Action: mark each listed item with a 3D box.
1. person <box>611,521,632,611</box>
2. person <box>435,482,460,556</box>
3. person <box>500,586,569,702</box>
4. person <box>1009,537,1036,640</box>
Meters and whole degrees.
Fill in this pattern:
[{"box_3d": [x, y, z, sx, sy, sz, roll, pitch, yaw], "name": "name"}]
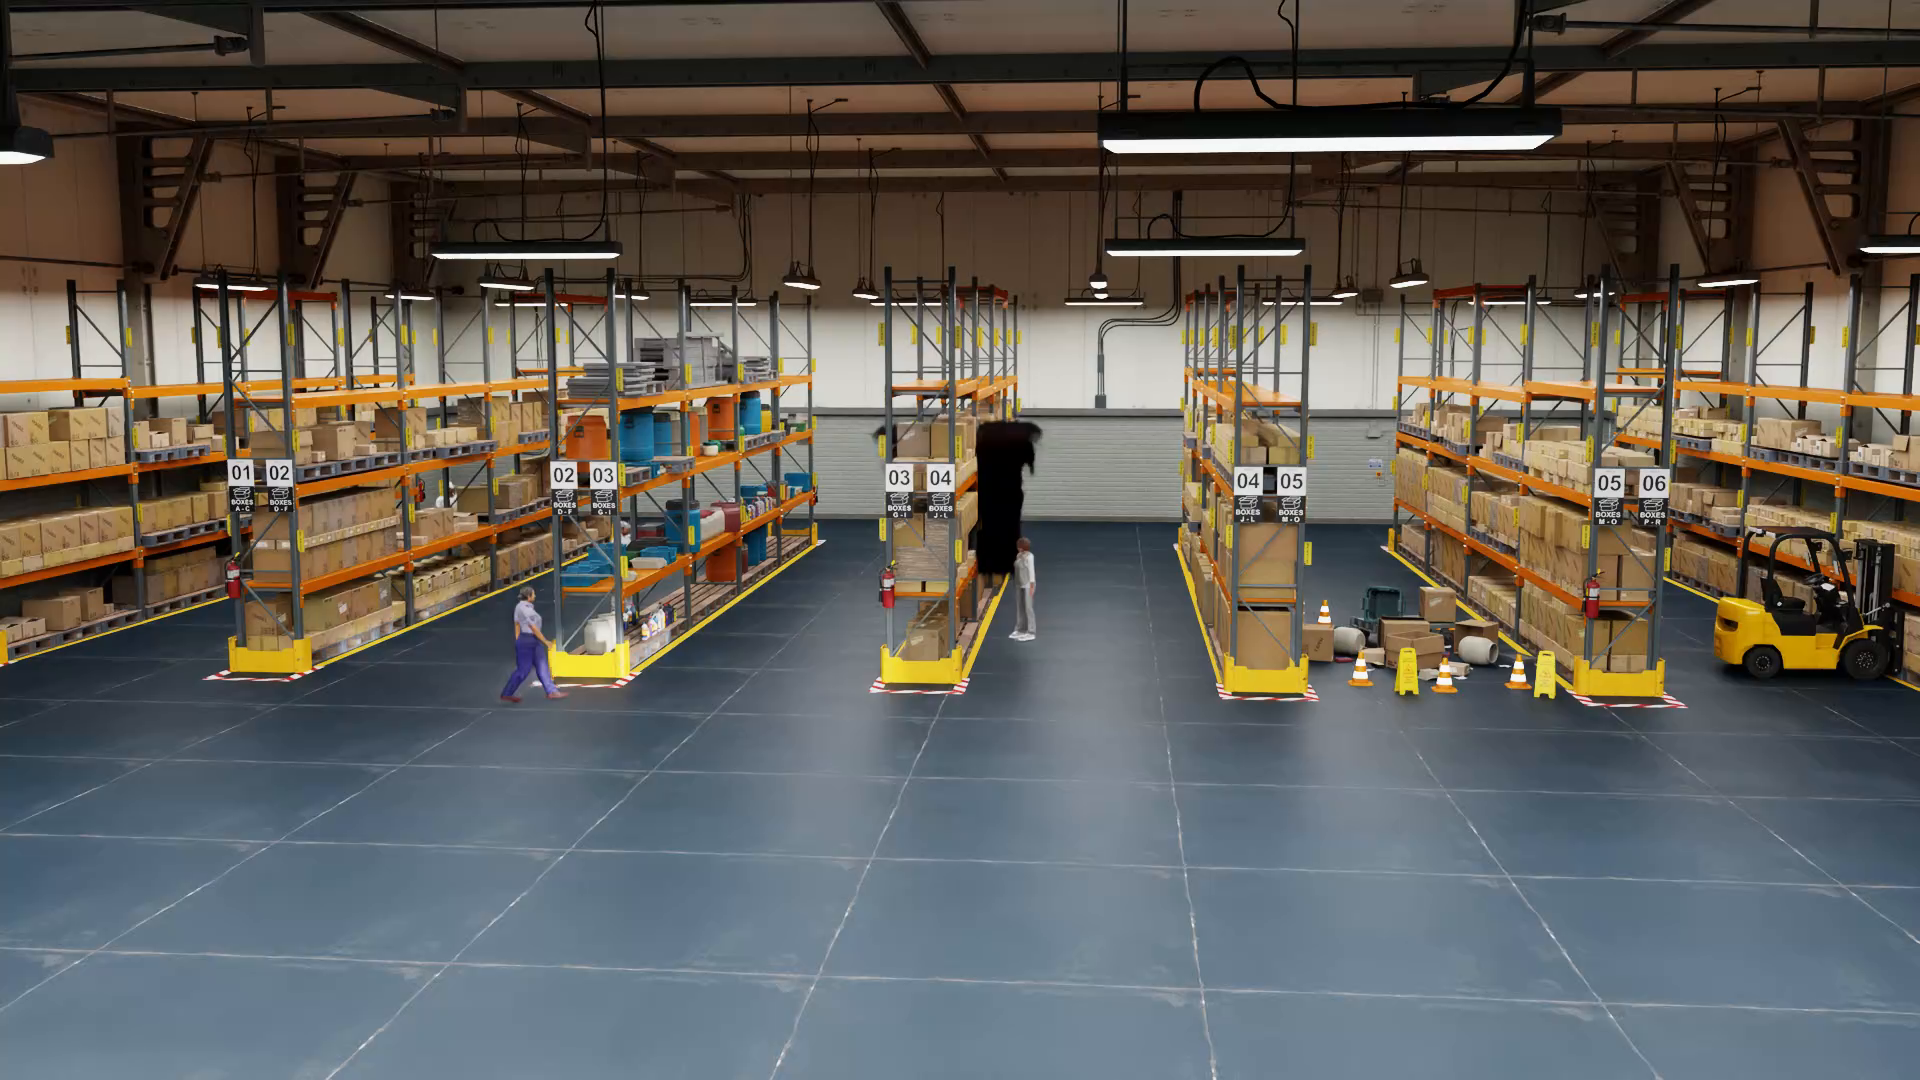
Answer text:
[{"box_3d": [-6.171, 0.484, 30.467, 0.511, 1.680, 0.409, -6, 9, -42], "name": "person"}, {"box_3d": [-11.669, -0.452, 37.853, 0.498, 1.720, 1.037, 2, 7, 14], "name": "person"}, {"box_3d": [-5.876, 1.421, 22.858, 0.914, 1.598, 0.479, -1, 7, -11], "name": "person"}, {"box_3d": [0.979, 0.753, 25.986, 0.380, 1.601, 0.459, -4, 8, -29], "name": "person"}]
